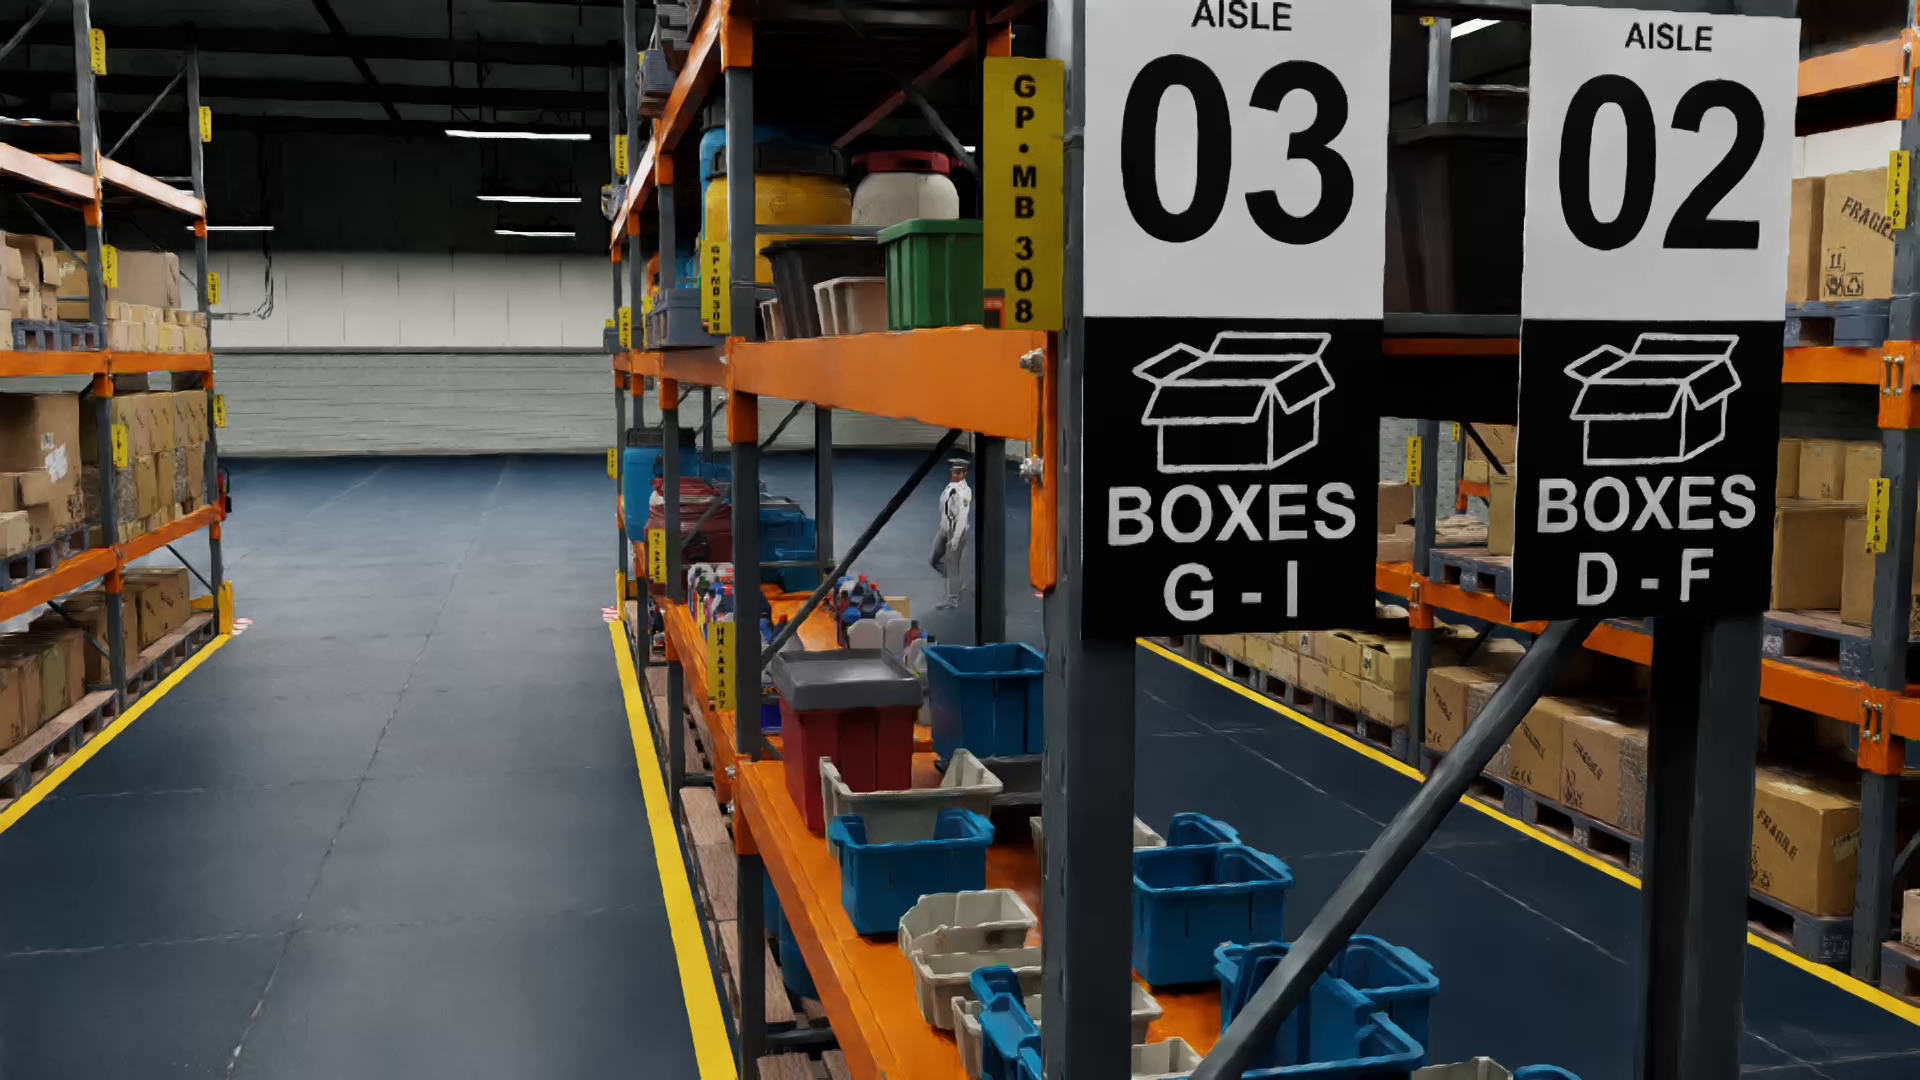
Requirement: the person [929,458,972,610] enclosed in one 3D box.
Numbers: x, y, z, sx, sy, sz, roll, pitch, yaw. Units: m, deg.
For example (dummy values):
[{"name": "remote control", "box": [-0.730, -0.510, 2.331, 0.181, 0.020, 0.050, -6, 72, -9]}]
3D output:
[{"name": "person", "box": [-0.080, -0.067, 18.223, 0.424, 1.667, 0.607, -2, 7, -21]}]
